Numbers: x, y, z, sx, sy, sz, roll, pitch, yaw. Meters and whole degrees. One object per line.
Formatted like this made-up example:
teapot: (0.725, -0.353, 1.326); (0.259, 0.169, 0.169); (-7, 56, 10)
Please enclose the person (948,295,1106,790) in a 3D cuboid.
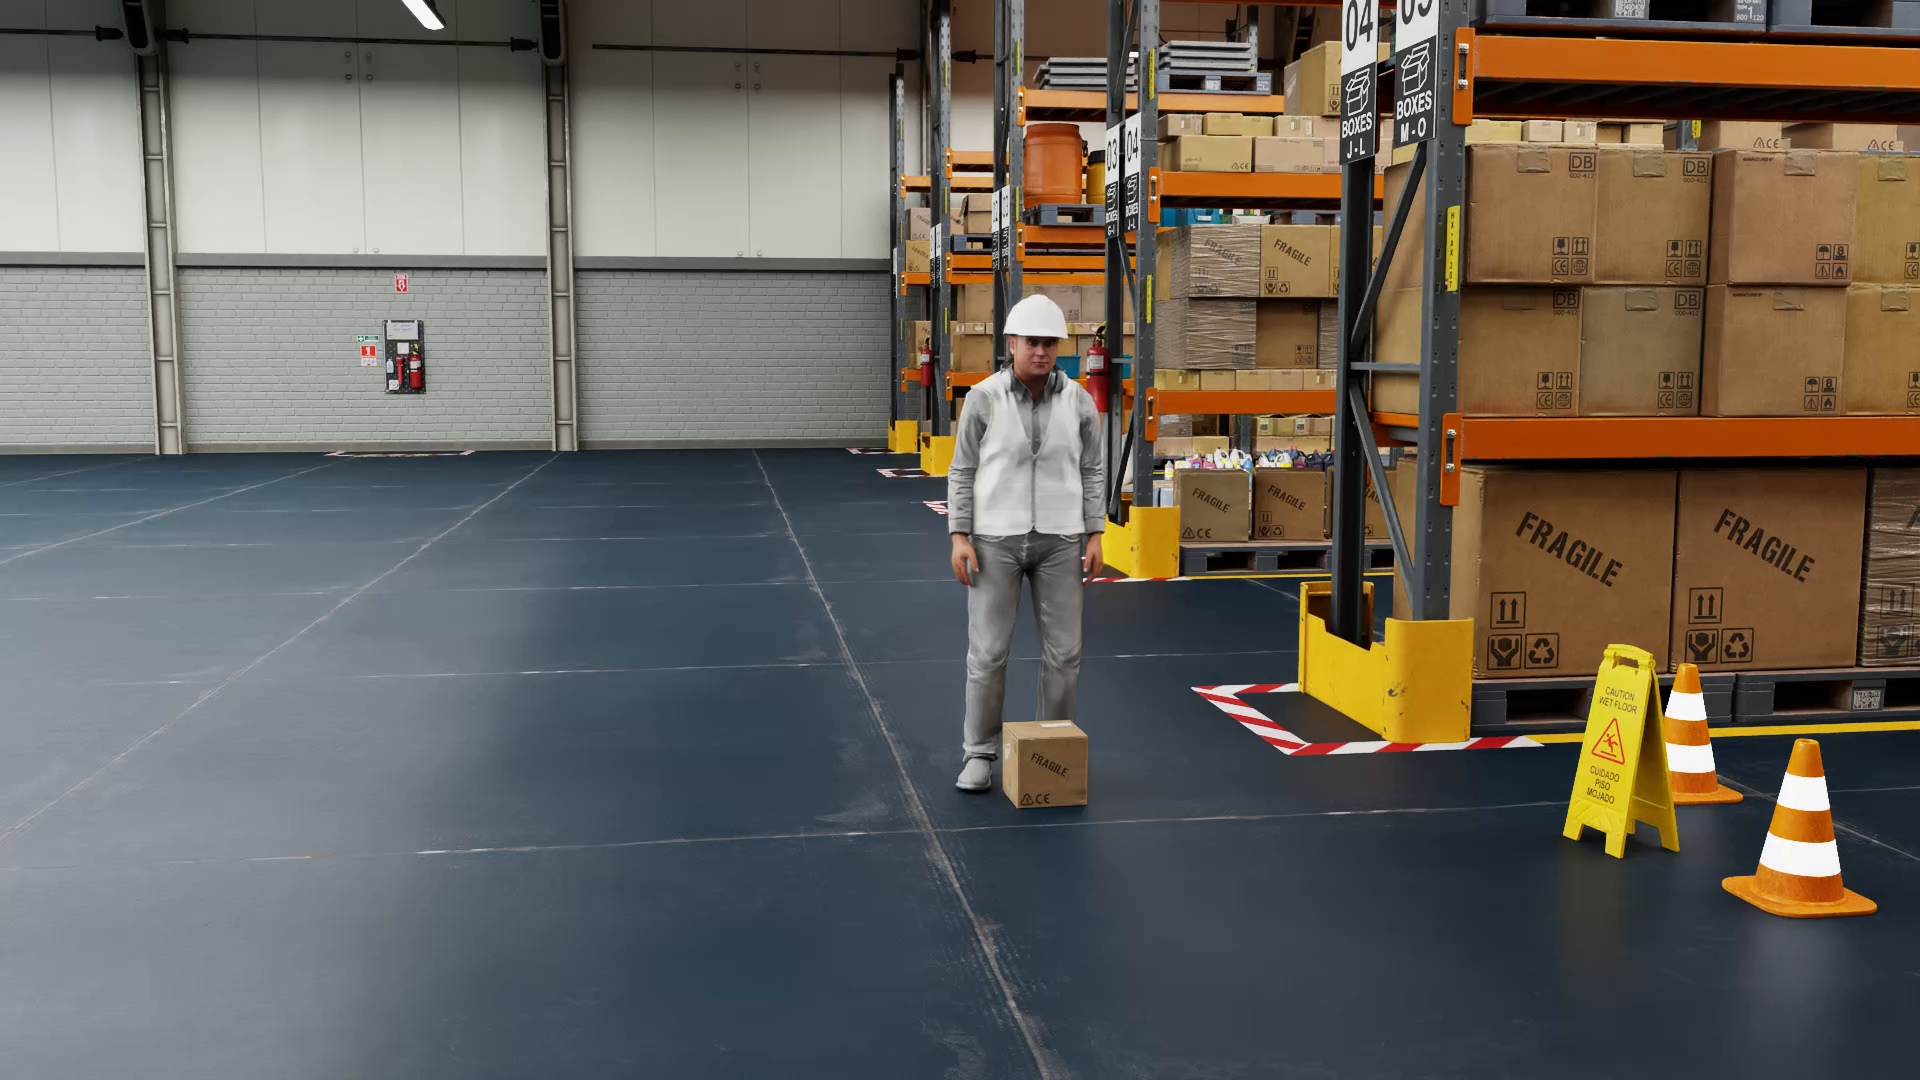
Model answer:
person: (0.245, 0.005, 6.045); (0.581, 1.771, 0.461); (-1, 7, -8)
